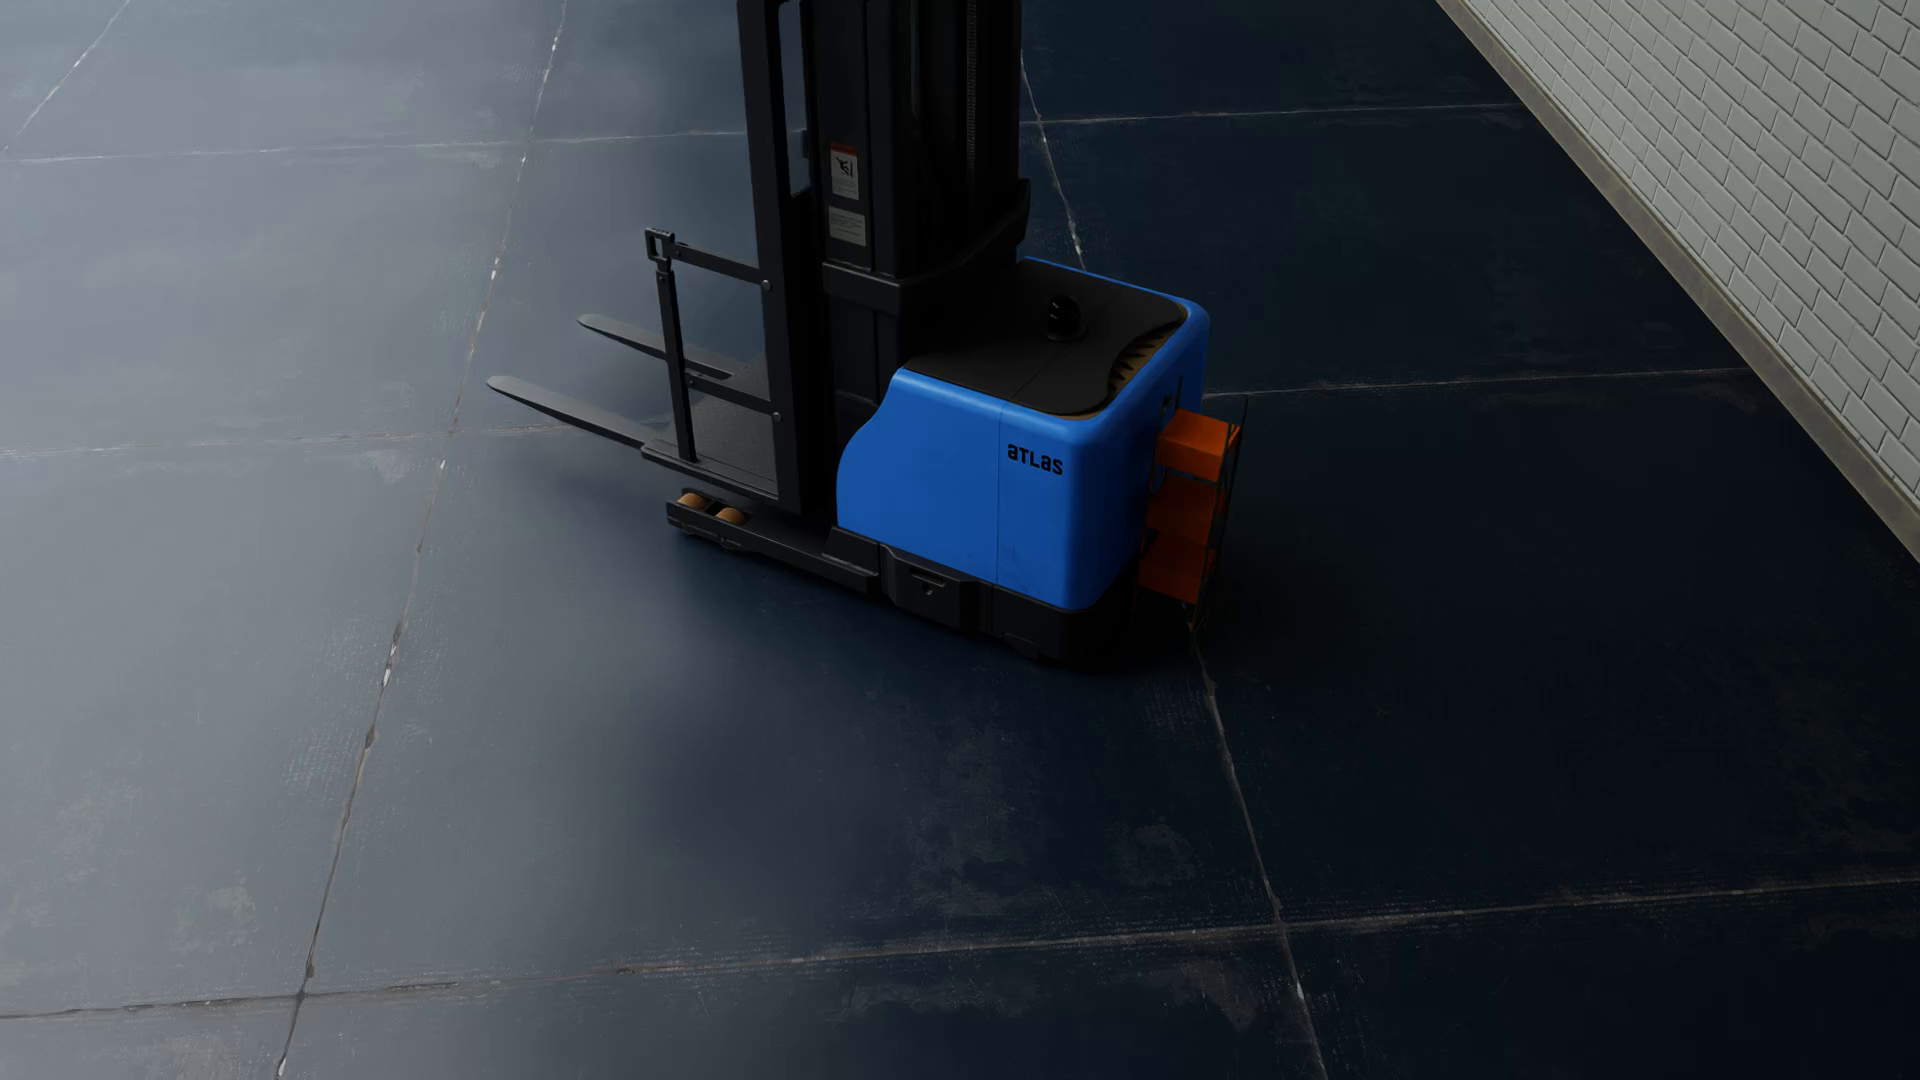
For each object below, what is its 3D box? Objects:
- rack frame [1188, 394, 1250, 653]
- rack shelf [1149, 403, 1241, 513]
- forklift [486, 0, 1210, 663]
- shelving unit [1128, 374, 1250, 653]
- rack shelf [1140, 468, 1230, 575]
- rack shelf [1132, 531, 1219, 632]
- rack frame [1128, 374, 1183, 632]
[{"bbox_3d":[0.922,-0.038,5.951,0.008,1.050,0.200,19,42,19],"label":"rack frame"},{"bbox_3d":[0.825,-0.287,5.817,0.240,0.259,0.215,19,42,19],"label":"rack shelf"},{"bbox_3d":[-0.599,-1.374,6.125,3.031,2.935,1.130,20,42,23],"label":"forklift"},{"bbox_3d":[0.814,-0.077,5.991,0.252,1.050,0.215,19,42,19],"label":"shelving unit"},{"bbox_3d":[0.813,-0.069,5.998,0.240,0.259,0.215,19,42,19],"label":"rack shelf"},{"bbox_3d":[0.802,0.146,6.174,0.240,0.259,0.215,19,42,19],"label":"rack shelf"},{"bbox_3d":[0.705,-0.115,6.031,0.008,1.050,0.200,19,42,19],"label":"rack frame"}]
